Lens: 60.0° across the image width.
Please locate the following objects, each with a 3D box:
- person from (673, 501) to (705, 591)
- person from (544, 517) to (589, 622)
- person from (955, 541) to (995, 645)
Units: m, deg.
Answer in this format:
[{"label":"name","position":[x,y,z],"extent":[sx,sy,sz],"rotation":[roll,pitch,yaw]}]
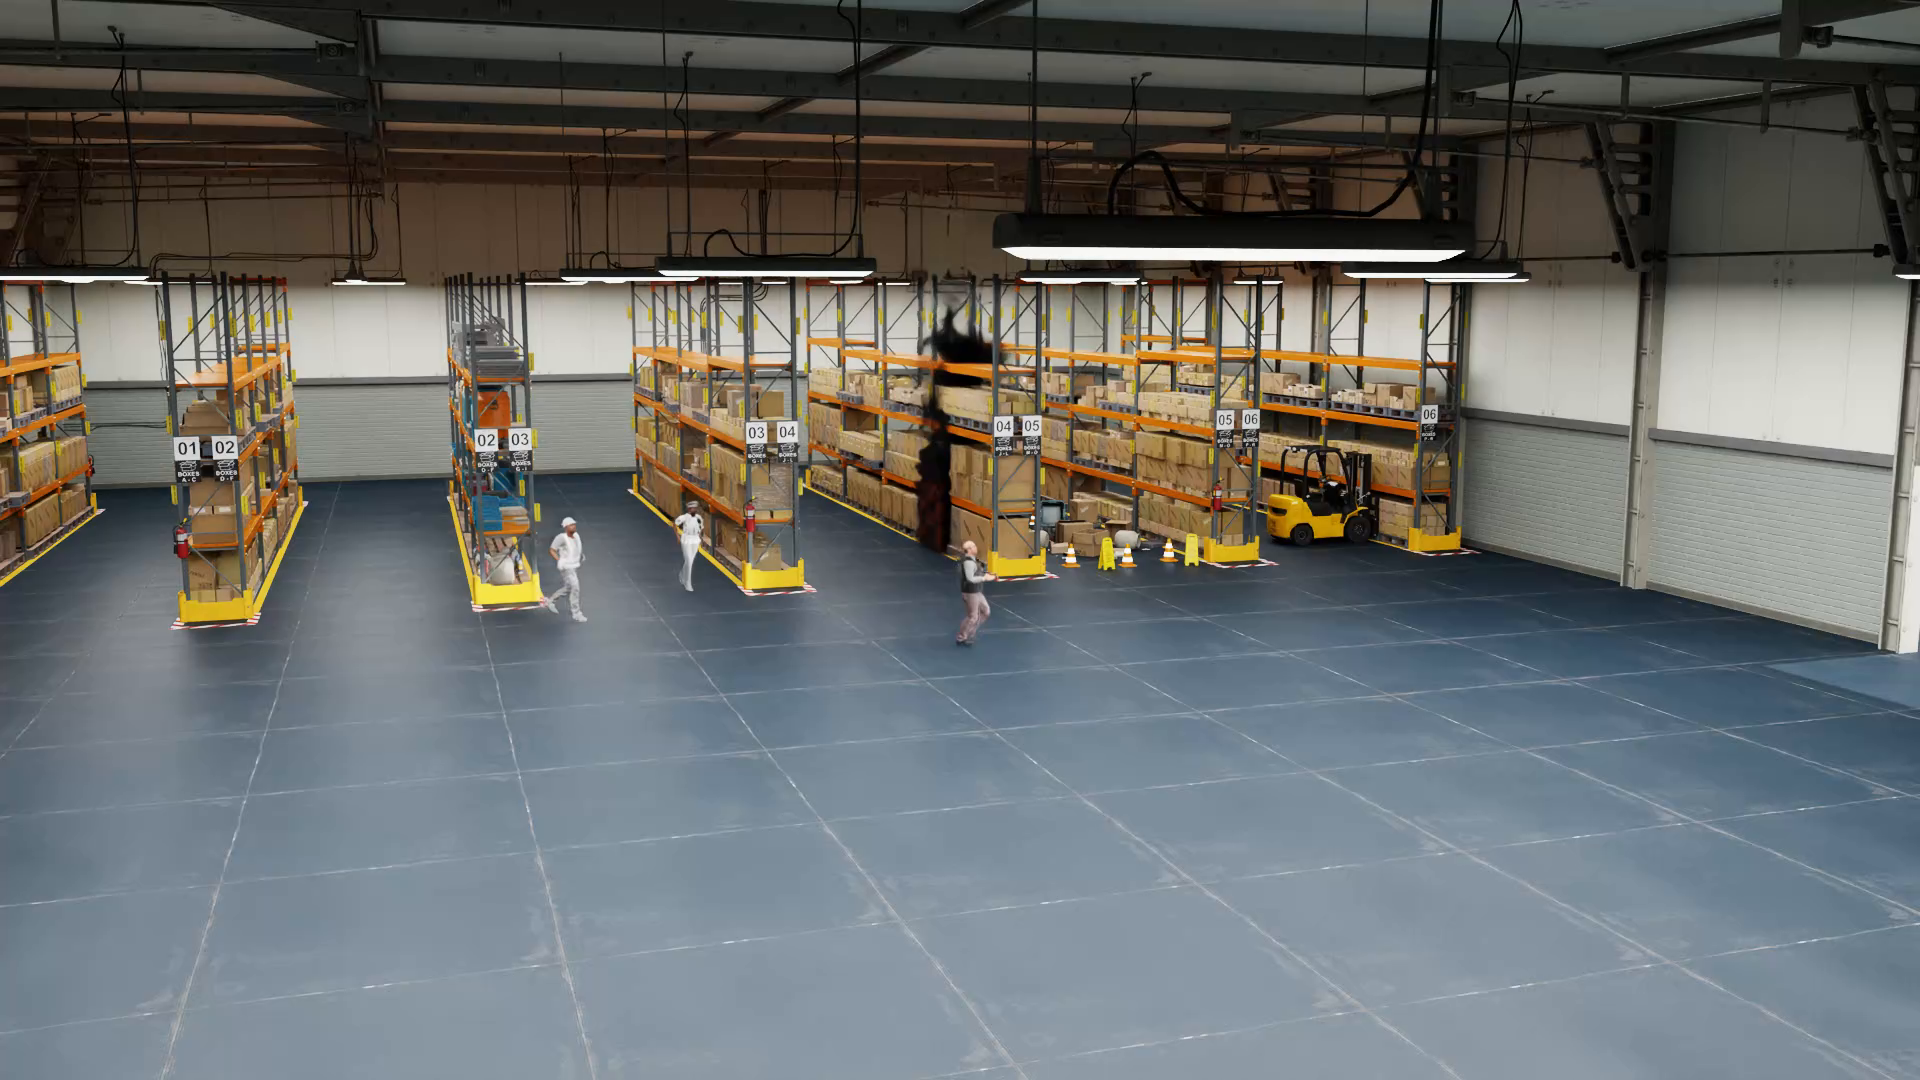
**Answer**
[{"label":"person","position":[-5.203,0.098,32.054],"extent":[0.570,1.744,0.755],"rotation":[-6,11,-35]},{"label":"person","position":[-6.824,0.493,28.867],"extent":[0.887,1.800,0.692],"rotation":[3,9,18]},{"label":"person","position":[0.242,0.865,26.741],"extent":[0.647,1.717,0.642],"rotation":[1,9,4]}]
